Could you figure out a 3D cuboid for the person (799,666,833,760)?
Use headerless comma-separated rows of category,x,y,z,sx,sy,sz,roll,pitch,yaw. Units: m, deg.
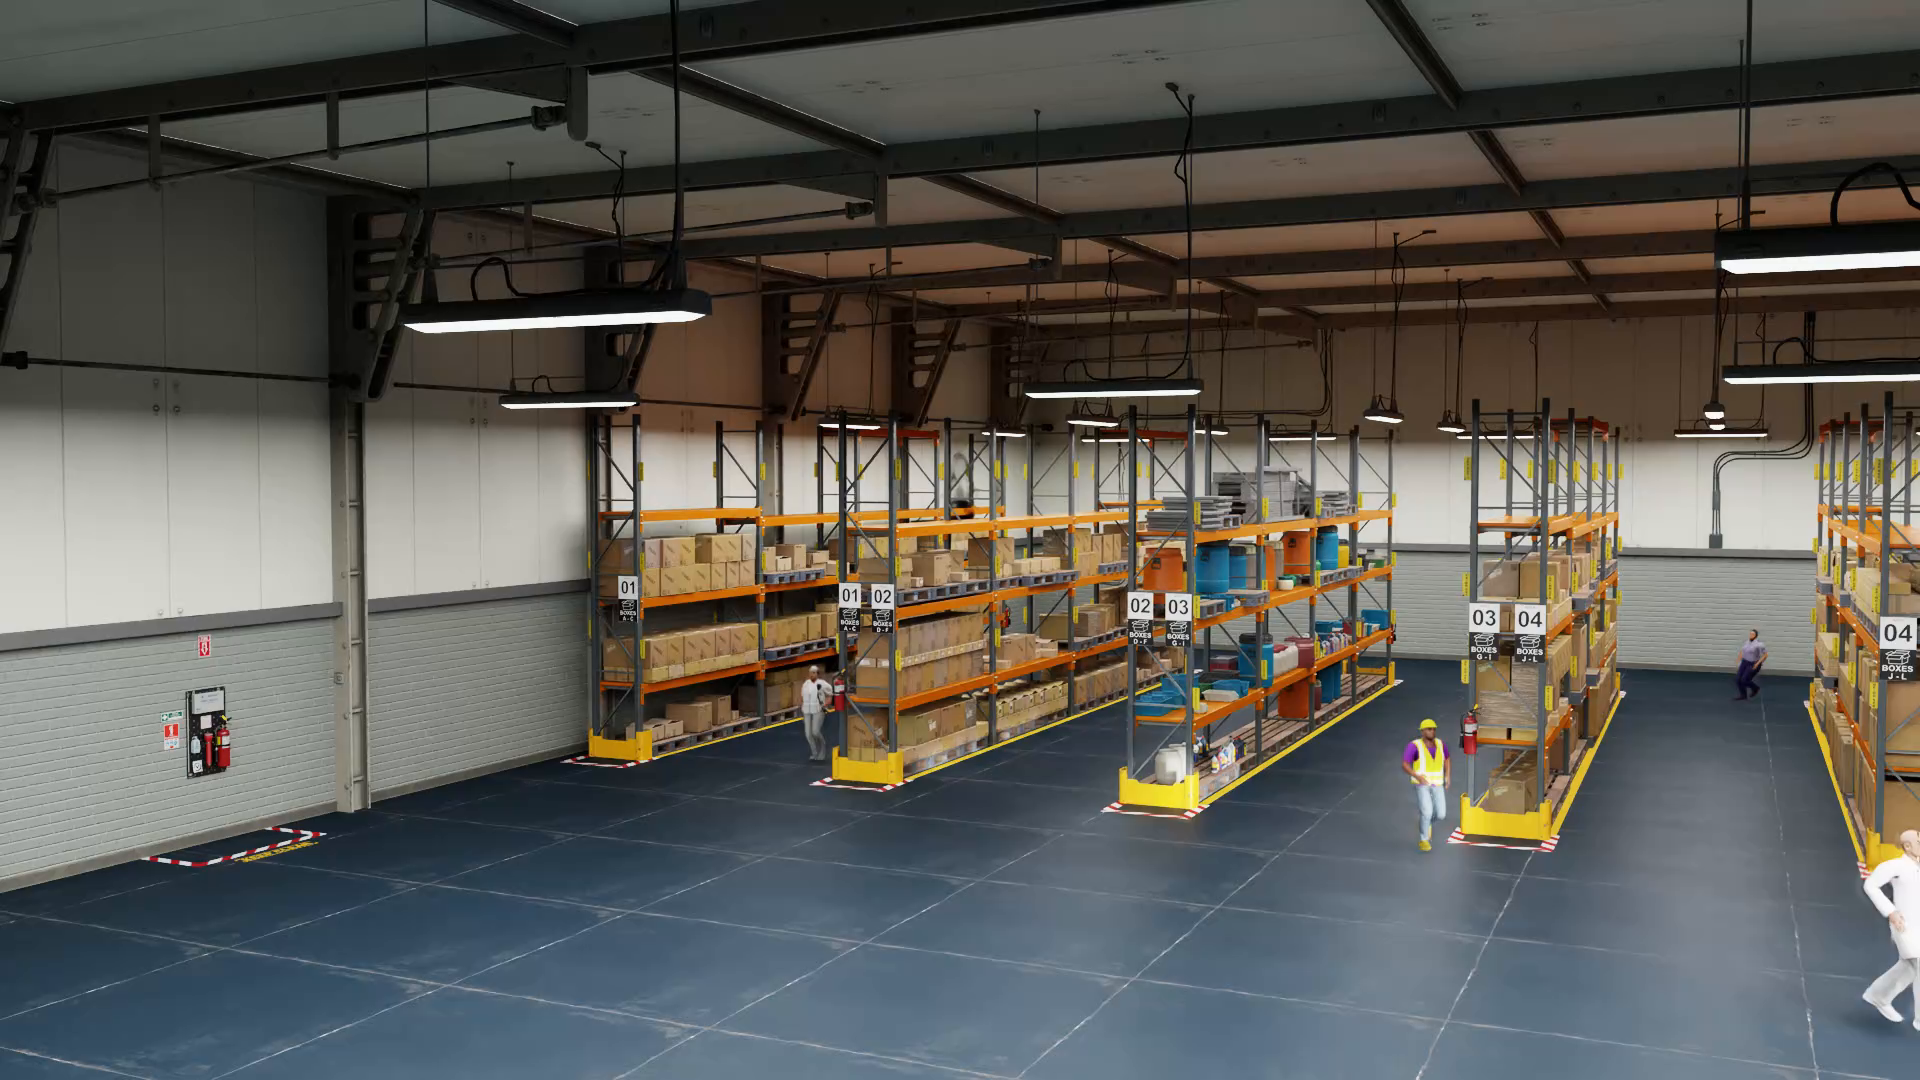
person,-2.537,2.998,28.723,0.591,1.638,0.576,1,3,22

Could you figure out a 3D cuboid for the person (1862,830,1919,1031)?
person,8.468,3.493,14.830,0.694,1.822,0.876,-2,3,-33

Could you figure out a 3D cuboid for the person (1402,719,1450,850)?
person,6.224,3.234,22.096,0.734,1.723,0.607,0,2,-12

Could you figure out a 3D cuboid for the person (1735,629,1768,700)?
person,17.217,2.731,36.194,0.532,1.580,0.652,-1,2,-19
